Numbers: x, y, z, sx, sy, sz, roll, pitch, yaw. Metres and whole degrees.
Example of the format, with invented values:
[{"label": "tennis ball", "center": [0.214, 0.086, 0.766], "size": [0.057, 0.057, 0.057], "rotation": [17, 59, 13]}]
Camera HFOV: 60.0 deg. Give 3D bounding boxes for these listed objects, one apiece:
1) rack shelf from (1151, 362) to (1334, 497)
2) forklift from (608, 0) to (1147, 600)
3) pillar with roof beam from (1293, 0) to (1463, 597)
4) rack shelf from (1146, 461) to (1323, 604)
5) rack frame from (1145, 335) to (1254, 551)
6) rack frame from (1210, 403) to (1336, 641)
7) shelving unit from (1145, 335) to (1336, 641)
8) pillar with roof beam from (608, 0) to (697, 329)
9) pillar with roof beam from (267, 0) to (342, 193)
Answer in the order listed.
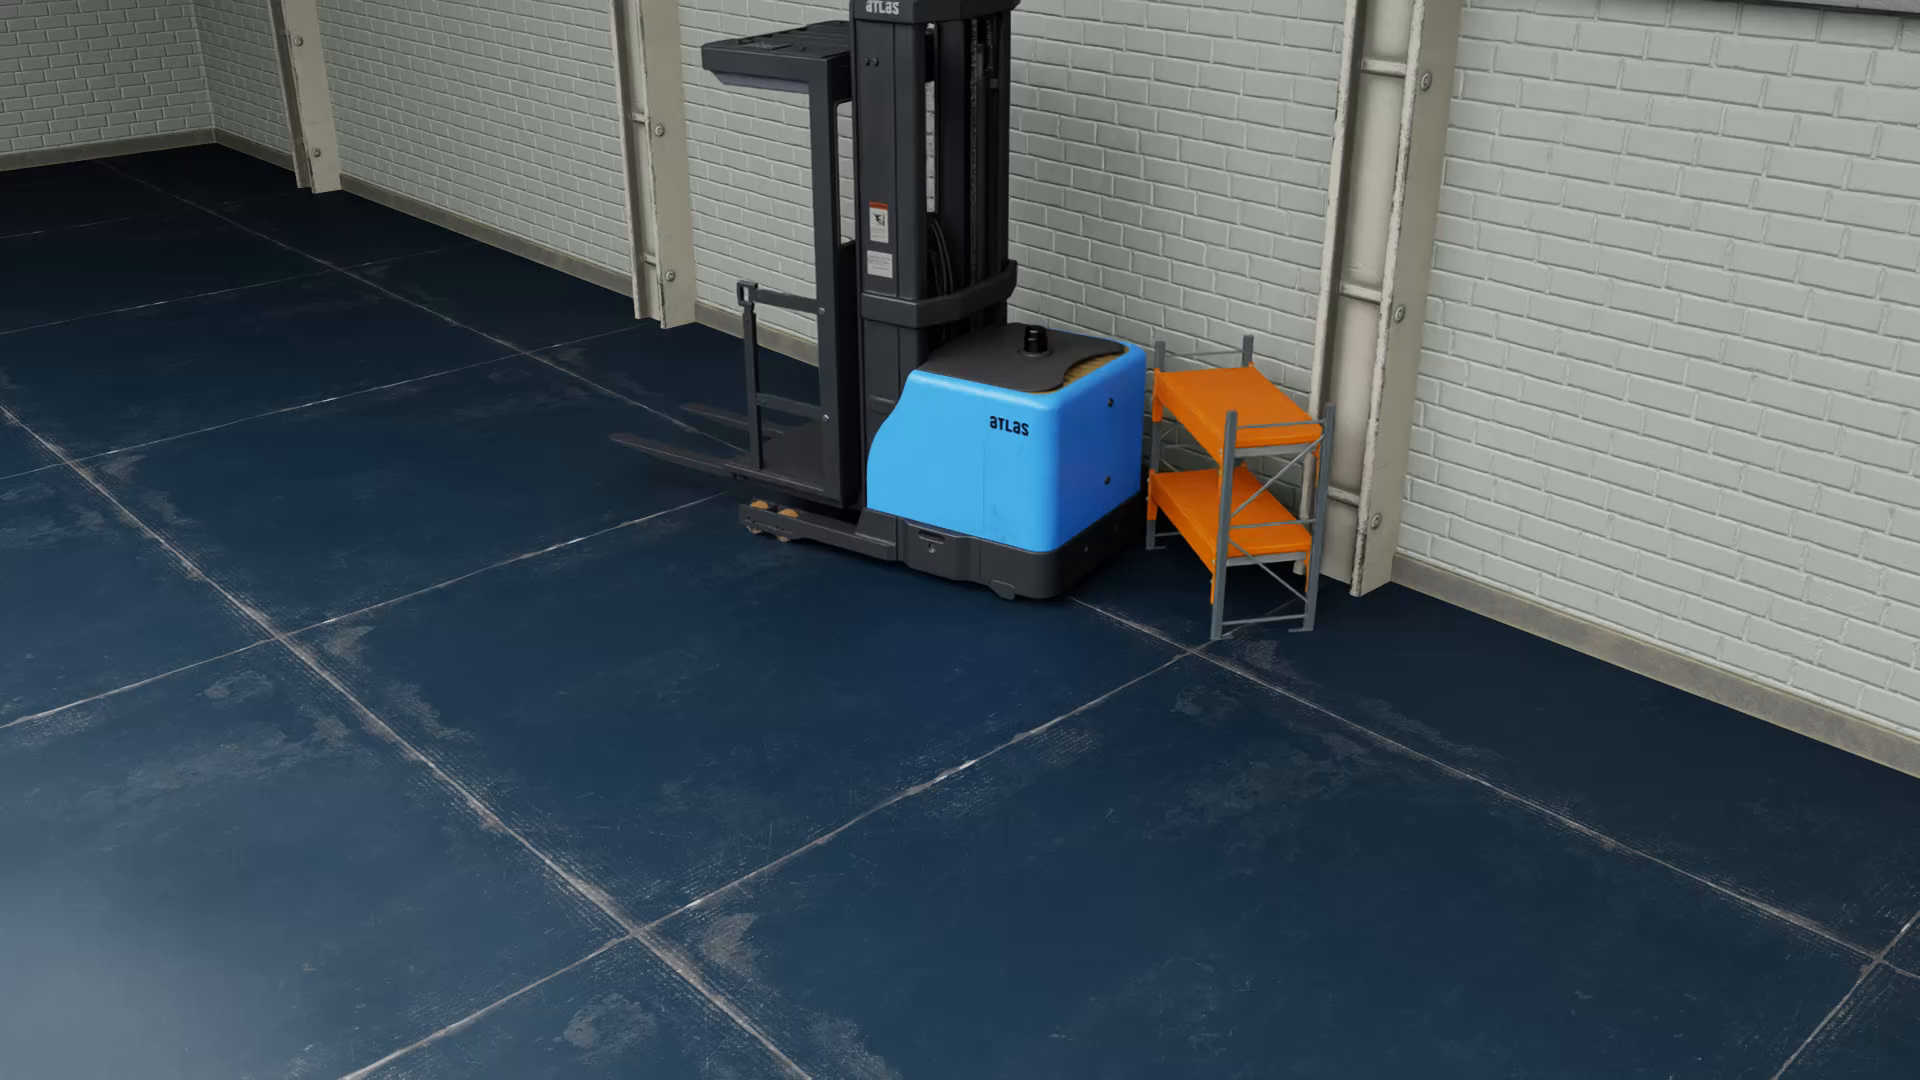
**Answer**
[{"label": "rack shelf", "center": [1.312, -0.542, 7.878], "size": [0.538, 0.278, 1.000], "rotation": [-5, 25, -10]}, {"label": "forklift", "center": [-0.567, -1.494, 8.494], "size": [3.031, 2.935, 1.130], "rotation": [15, 29, 30]}, {"label": "pillar with roof beam", "center": [-1.217, -2.696, 3.818], "size": [9.100, 9.000, 0.400], "rotation": [-21, 32, -38]}, {"label": "rack shelf", "center": [1.312, -0.054, 8.101], "size": [0.538, 0.278, 1.000], "rotation": [-5, 25, -10]}, {"label": "rack frame", "center": [1.210, -0.483, 8.453], "size": [0.500, 1.125, 0.032], "rotation": [-5, 25, -10]}, {"label": "rack frame", "center": [1.414, -0.069, 7.547], "size": [0.500, 1.125, 0.032], "rotation": [-5, 25, -10]}, {"label": "shelving unit", "center": [1.312, -0.276, 8.000], "size": [0.538, 1.125, 1.048], "rotation": [-5, 25, -10]}, {"label": "pillar with roof beam", "center": [-5.318, -4.514, 7.803], "size": [9.100, 9.000, 0.400], "rotation": [-21, 32, -38]}, {"label": "pillar with roof beam", "center": [-9.419, -6.332, 11.787], "size": [9.100, 9.000, 0.400], "rotation": [-21, 32, -38]}]
